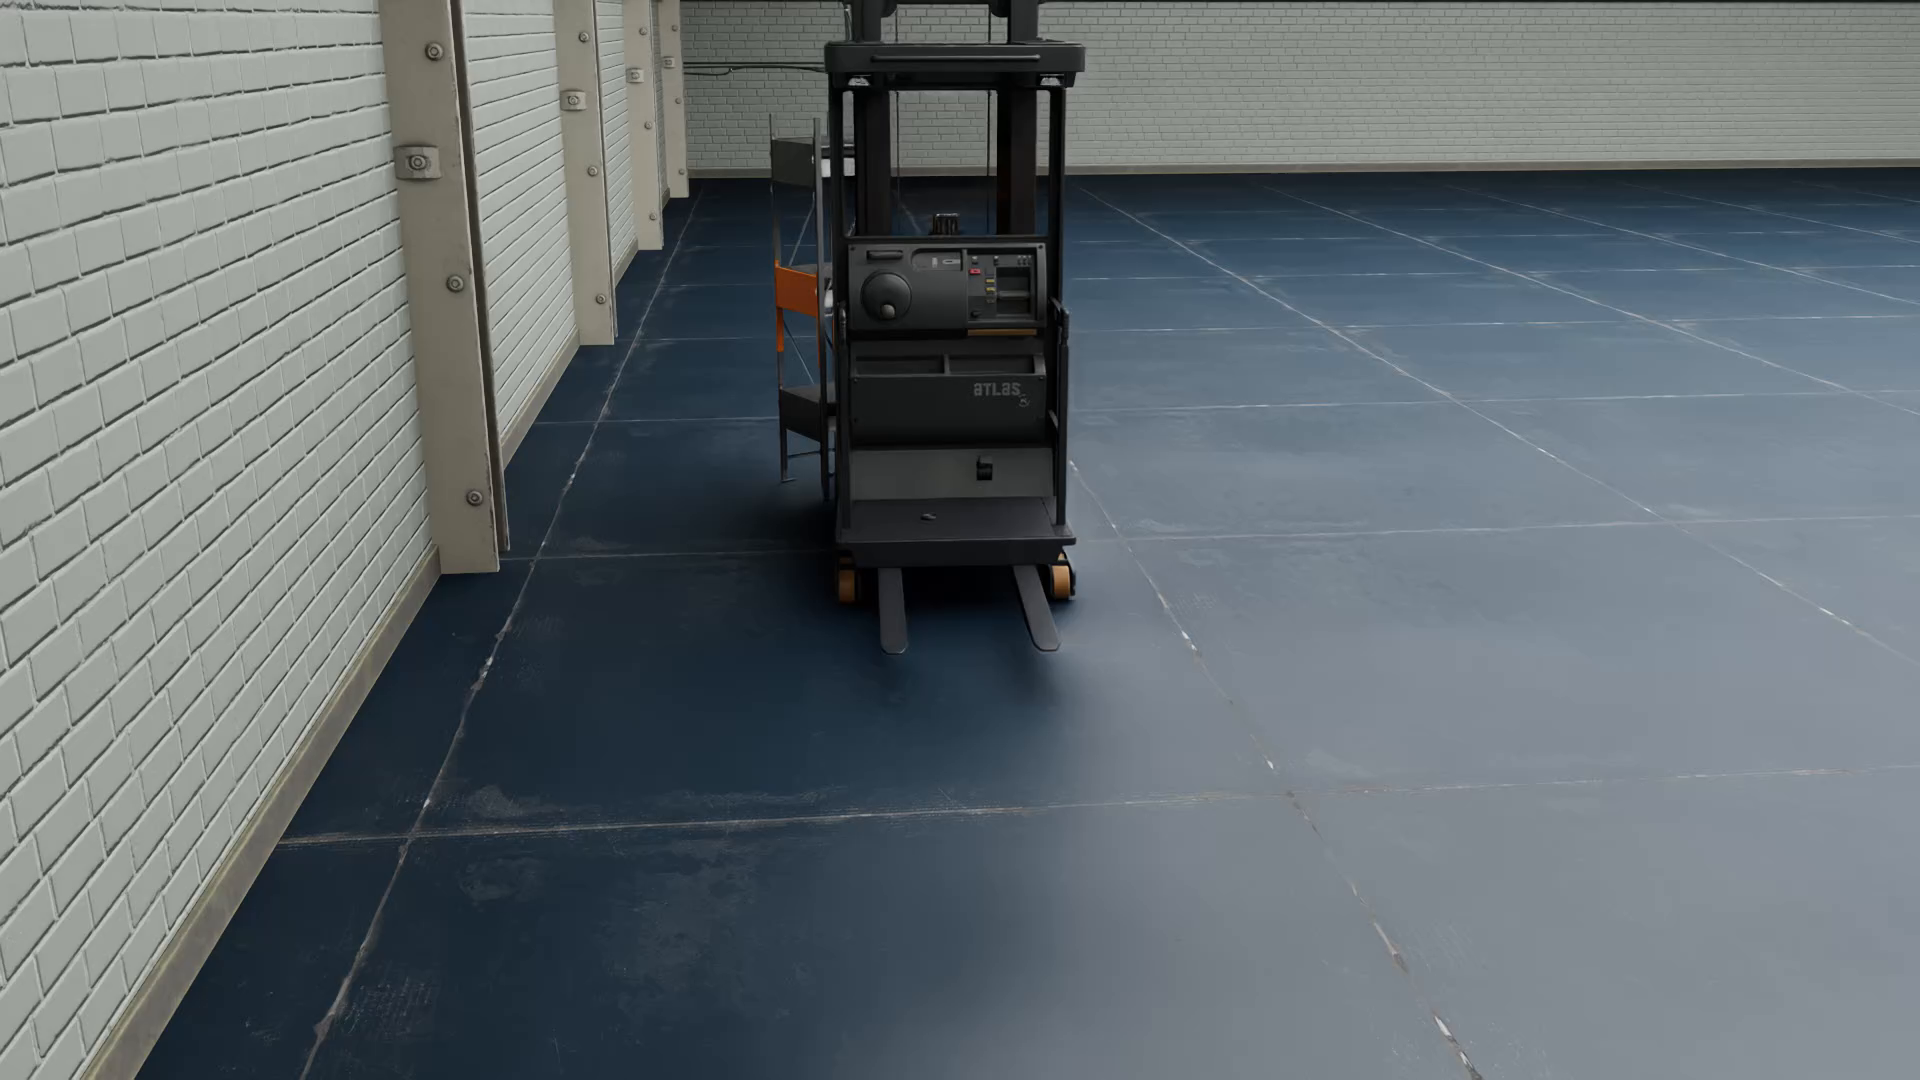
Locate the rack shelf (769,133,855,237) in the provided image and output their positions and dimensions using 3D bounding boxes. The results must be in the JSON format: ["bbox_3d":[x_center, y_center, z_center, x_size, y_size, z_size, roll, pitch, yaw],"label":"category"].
[{"bbox_3d":[-0.741,-1.969,9.151,0.431,0.518,0.480,-12,21,-33],"label":"rack shelf"}]

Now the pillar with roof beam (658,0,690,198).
[{"bbox_3d":[-0.021,-9.686,24.507,9.100,9.000,0.400,-2,18,-6],"label":"pillar with roof beam"}]

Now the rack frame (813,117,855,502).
[{"bbox_3d":[-0.603,-1.254,9.164,0.400,2.100,0.015,-12,21,-33],"label":"rack frame"}]

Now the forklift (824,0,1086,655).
[{"bbox_3d":[-0.043,-1.200,7.605,1.130,2.935,3.031,-1,17,-3],"label":"forklift"}]

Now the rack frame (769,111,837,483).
[{"bbox_3d":[-0.879,-1.374,9.548,0.400,2.100,0.015,-12,21,-33],"label":"rack frame"}]

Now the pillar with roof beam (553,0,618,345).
[{"bbox_3d":[1.217,-6.111,13.119,9.100,9.000,0.400,-2,18,-6],"label":"pillar with roof beam"}]

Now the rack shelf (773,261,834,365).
[{"bbox_3d":[-0.741,-1.301,9.360,0.431,0.518,0.480,-12,21,-33],"label":"rack shelf"}]

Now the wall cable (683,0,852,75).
[{"bbox_3d":[-3.292,-8.990,27.474,3.097,2.526,0.112,-2,18,-6],"label":"wall cable"}]

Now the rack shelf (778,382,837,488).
[{"bbox_3d":[-0.741,-0.633,9.570,0.431,0.518,0.480,-12,21,-33],"label":"rack shelf"}]

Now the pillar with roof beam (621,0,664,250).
[{"bbox_3d":[0.598,-7.899,18.813,9.100,9.000,0.400,-2,18,-6],"label":"pillar with roof beam"}]

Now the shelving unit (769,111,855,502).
[{"bbox_3d":[-0.741,-1.314,9.356,0.431,2.100,0.503,-12,21,-33],"label":"shelving unit"}]

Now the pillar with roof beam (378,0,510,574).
[{"bbox_3d":[1.835,-4.323,7.425,9.100,9.000,0.400,-2,18,-6],"label":"pillar with roof beam"}]
